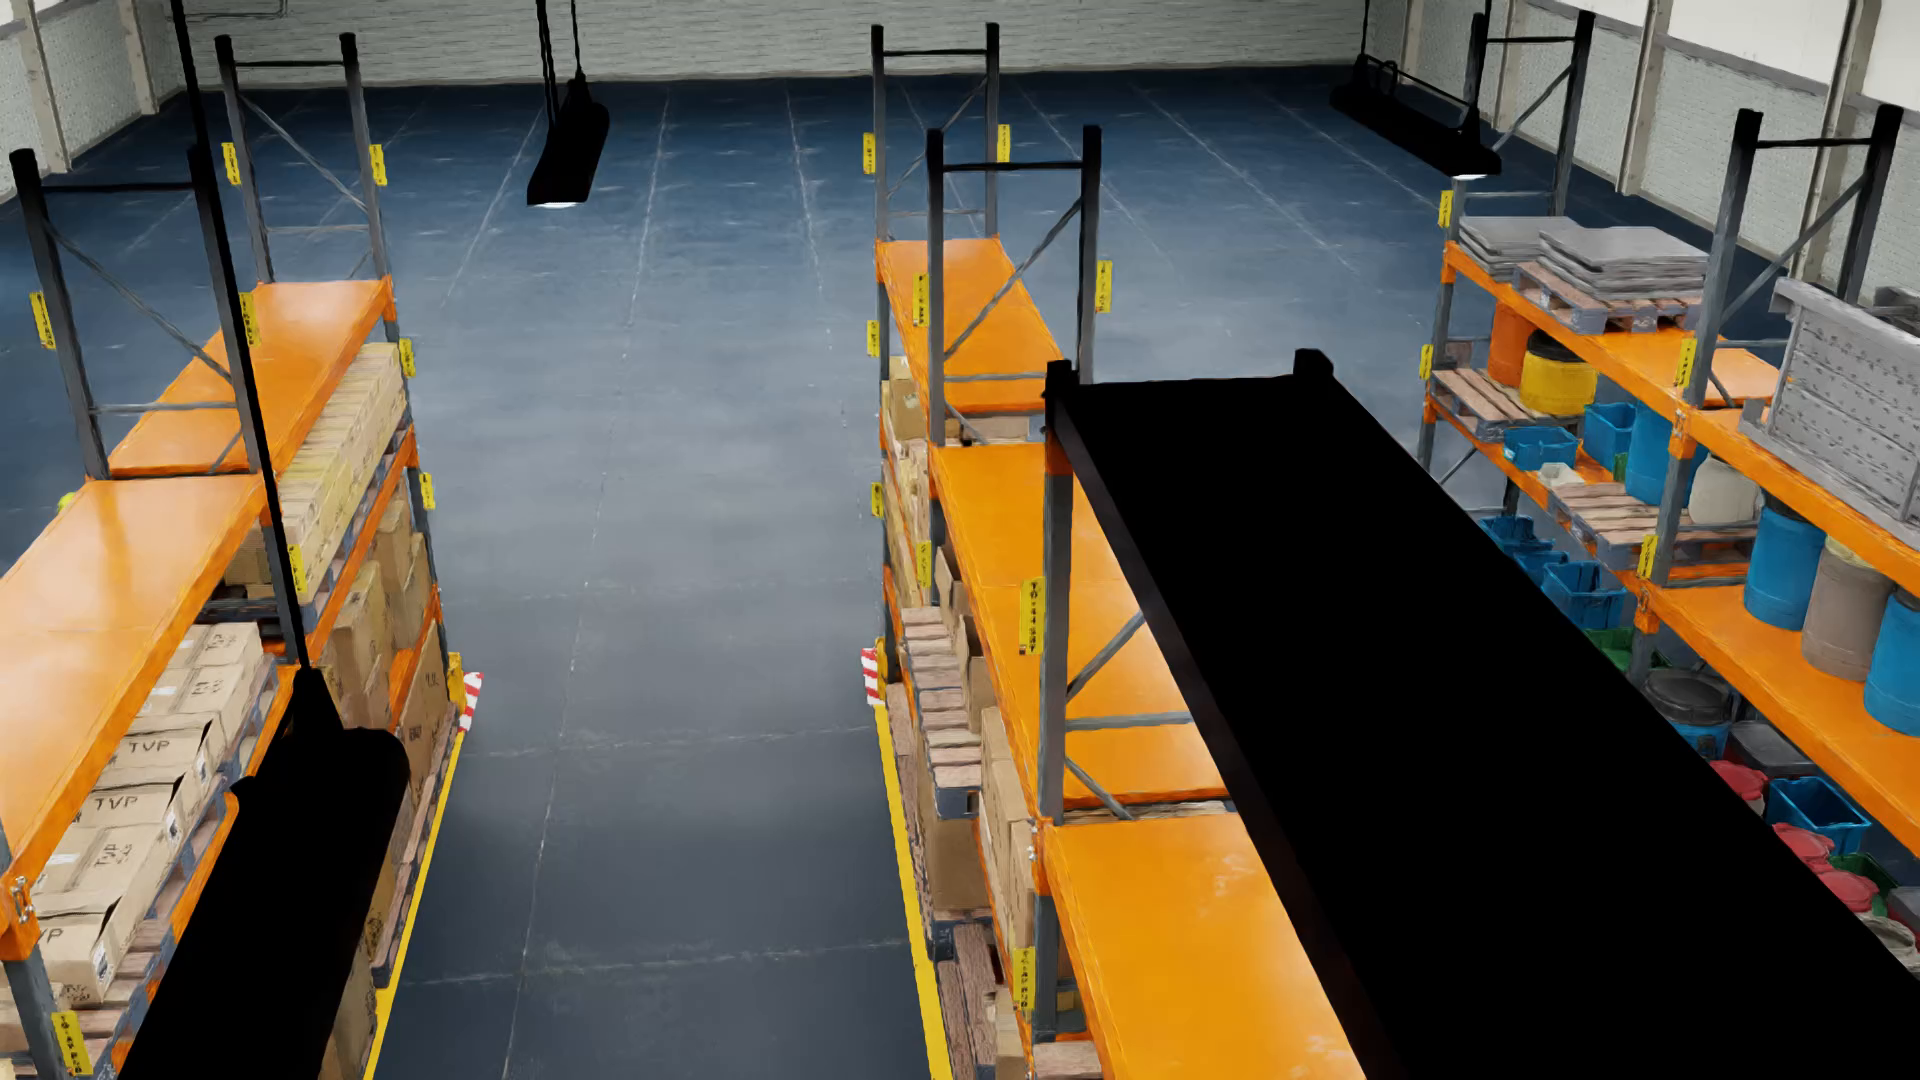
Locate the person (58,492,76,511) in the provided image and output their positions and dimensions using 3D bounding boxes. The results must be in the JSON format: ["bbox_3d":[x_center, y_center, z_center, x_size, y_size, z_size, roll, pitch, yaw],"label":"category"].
[{"bbox_3d":[-8.268,0.347,15.776,0.571,1.706,1.043,1,26,2],"label":"person"}]

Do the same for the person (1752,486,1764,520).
[{"bbox_3d":[8.250,-0.374,17.488,0.562,1.528,0.778,-12,28,-23],"label":"person"}]
